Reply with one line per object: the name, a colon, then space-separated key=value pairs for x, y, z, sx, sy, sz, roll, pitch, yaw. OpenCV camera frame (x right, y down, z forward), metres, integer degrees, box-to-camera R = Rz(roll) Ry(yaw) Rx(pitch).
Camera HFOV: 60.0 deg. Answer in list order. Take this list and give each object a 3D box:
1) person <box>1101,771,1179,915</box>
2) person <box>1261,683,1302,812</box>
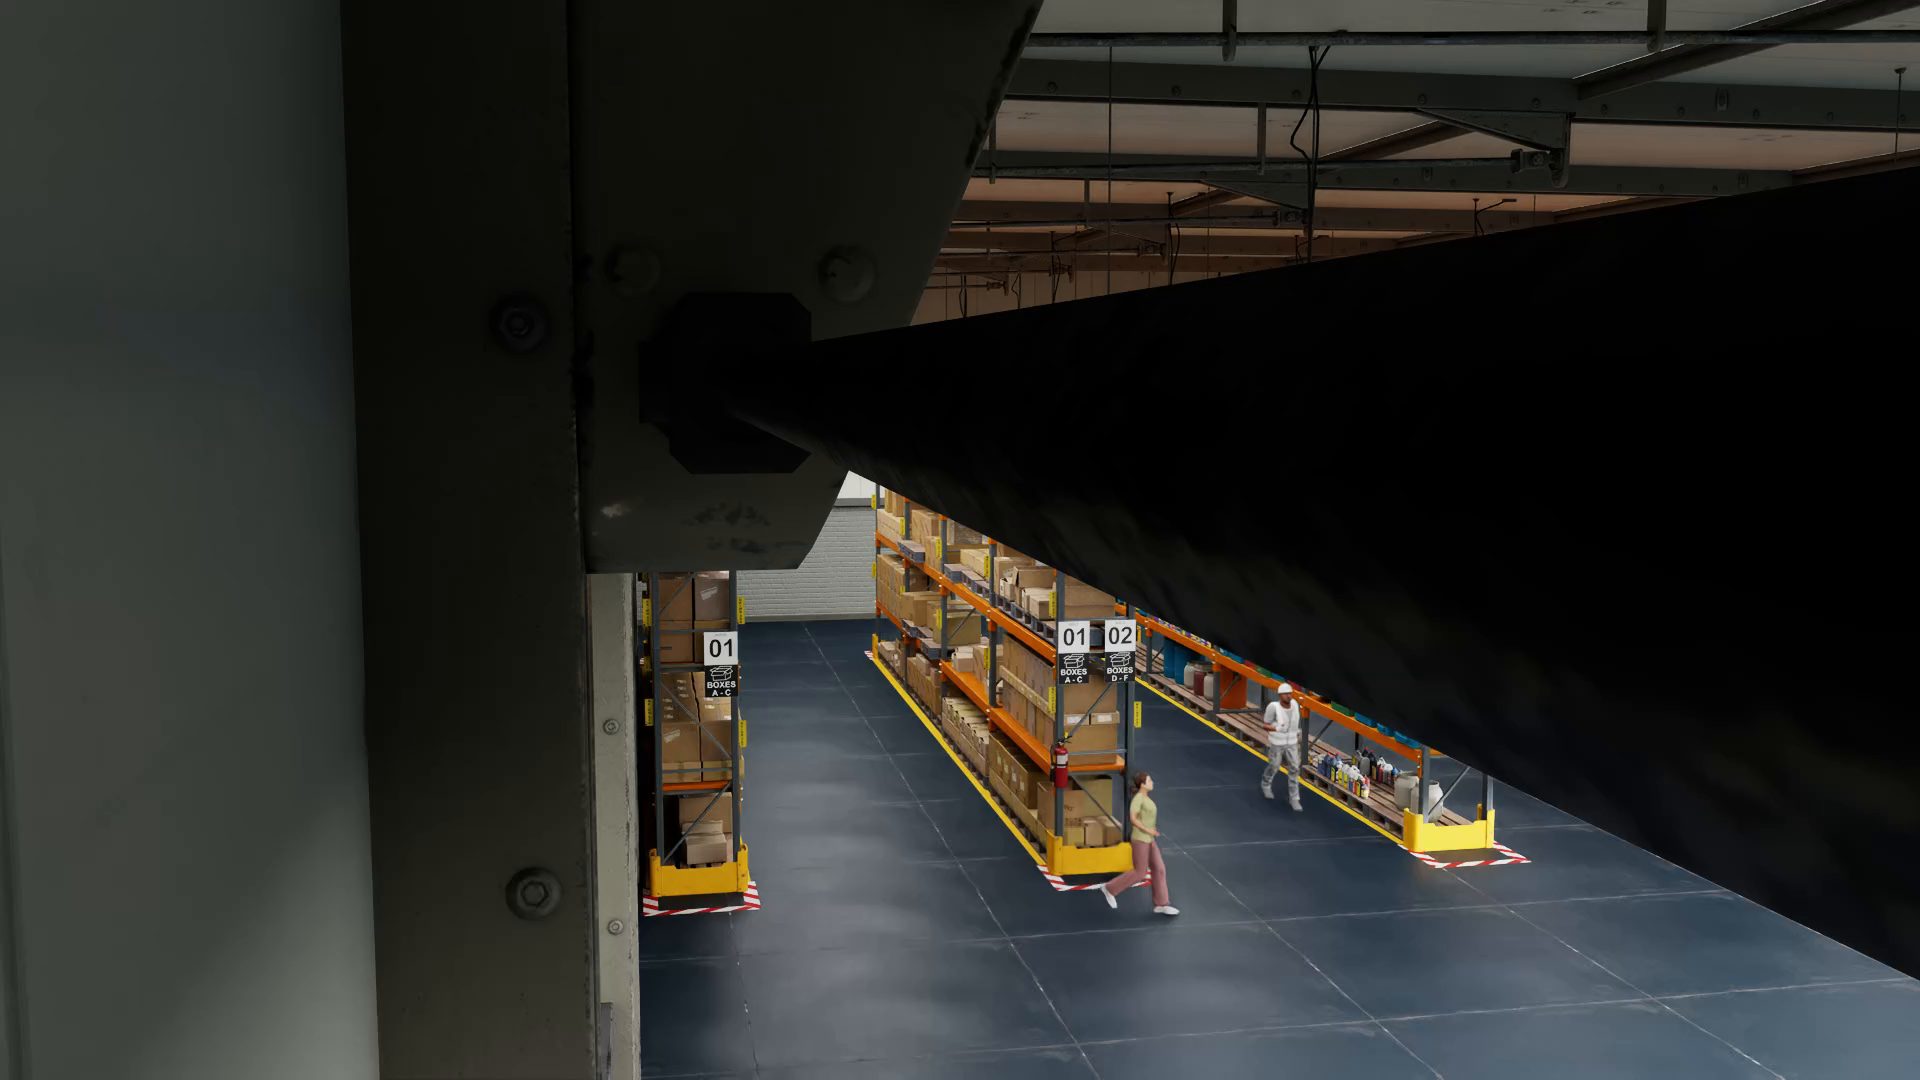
person: x=2.129 y=3.512 z=19.466 sx=0.918 sy=1.635 sz=0.644 roll=1 pitch=6 yaw=11
person: x=4.665 y=2.954 z=24.110 sx=0.634 sy=1.800 sz=0.939 roll=-1 pitch=6 yaw=-13
